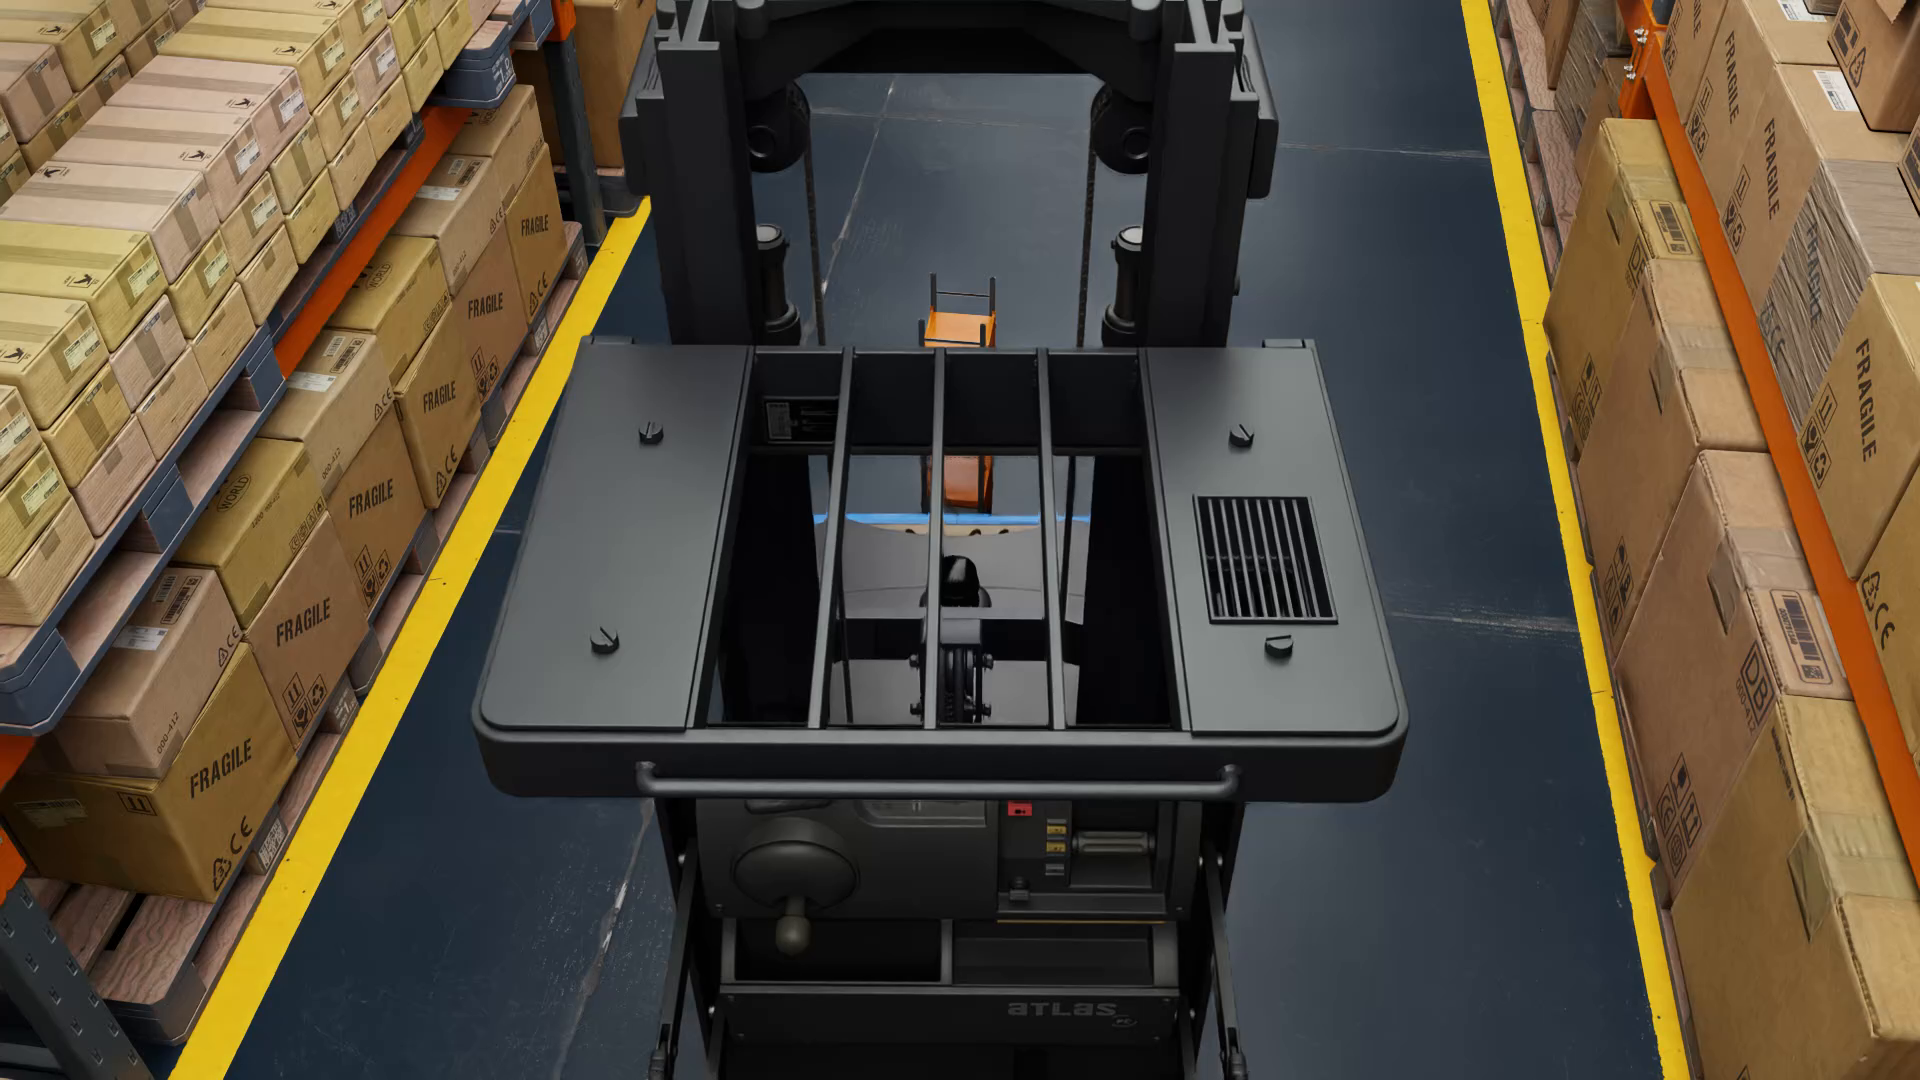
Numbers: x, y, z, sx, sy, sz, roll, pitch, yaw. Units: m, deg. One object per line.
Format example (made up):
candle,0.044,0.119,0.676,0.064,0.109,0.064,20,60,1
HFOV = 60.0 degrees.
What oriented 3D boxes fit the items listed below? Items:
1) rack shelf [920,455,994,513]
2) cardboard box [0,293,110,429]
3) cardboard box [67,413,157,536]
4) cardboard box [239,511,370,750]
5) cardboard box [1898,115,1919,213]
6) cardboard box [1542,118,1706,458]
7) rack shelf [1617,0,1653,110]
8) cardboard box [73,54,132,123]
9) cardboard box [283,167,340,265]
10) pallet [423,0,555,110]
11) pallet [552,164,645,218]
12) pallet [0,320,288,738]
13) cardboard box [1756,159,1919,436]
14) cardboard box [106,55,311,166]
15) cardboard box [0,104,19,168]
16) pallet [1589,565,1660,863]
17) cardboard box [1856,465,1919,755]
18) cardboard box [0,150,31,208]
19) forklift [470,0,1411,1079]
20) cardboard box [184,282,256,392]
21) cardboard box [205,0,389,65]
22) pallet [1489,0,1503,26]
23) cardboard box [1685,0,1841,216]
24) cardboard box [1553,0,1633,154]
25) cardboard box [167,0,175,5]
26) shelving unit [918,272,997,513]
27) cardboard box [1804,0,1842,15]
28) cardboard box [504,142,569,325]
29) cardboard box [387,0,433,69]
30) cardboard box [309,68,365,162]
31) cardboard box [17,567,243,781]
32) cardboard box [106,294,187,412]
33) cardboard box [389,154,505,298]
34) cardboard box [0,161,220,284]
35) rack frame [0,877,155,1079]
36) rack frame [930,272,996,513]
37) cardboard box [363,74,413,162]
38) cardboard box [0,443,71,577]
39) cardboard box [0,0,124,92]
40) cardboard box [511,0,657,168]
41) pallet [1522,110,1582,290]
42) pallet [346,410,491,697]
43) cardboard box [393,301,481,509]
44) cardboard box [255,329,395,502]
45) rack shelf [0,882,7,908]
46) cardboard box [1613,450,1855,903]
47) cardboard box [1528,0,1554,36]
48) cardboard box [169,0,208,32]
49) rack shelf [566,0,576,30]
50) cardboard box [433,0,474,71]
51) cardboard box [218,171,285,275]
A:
rack shelf,-0.007,-0.135,5.549,0.215,0.259,0.240,5,44,6
cardboard box,-2.005,-0.378,3.412,0.380,0.149,0.250,6,44,7
cardboard box,-2.005,-0.161,3.616,0.380,0.149,0.250,6,44,6
cardboard box,-2.115,0.231,4.837,0.500,0.500,0.500,7,44,7
cardboard box,2.604,-0.892,3.708,0.797,0.503,0.637,7,44,7
cardboard box,2.776,-0.802,5.656,1.225,0.875,0.875,3,44,4
rack shelf,3.152,-2.992,7.251,1.077,0.370,4.000,5,44,6
cardboard box,-2.479,-1.206,4.503,0.380,0.149,0.250,7,44,7
cardboard box,-1.869,-0.862,4.356,0.380,0.149,0.250,5,44,5
pallet,-2.004,-1.845,5.656,1.213,0.211,1.003,5,44,6
pallet,-1.836,-1.928,7.632,1.003,0.211,1.213,5,44,6
pallet,-2.299,-0.122,3.836,1.003,0.211,1.213,5,44,6
cardboard box,2.356,-0.578,4.106,0.500,0.500,0.500,5,44,6
cardboard box,-1.866,-1.069,4.142,0.380,0.149,0.250,7,44,7
cardboard box,-2.543,-0.957,4.024,0.380,0.149,0.250,4,44,4
pallet,2.545,0.482,5.087,1.003,0.211,1.213,5,44,6
cardboard box,2.222,0.120,3.369,0.500,0.500,0.500,7,44,7
cardboard box,-2.550,-0.854,4.132,0.380,0.149,0.250,3,44,3
forklift,-0.020,0.657,2.924,1.130,2.935,3.031,0,43,0
cardboard box,-1.934,-0.502,3.976,0.380,0.149,0.250,6,44,6
cardboard box,-1.799,-1.430,4.523,0.380,0.149,0.250,7,44,8
pallet,3.315,-3.073,8.842,1.003,0.211,1.213,5,44,6
cardboard box,2.488,-1.268,4.835,0.500,0.500,0.500,4,44,4
cardboard box,3.017,-1.980,7.157,0.700,0.500,0.500,2,43,2
cardboard box,-2.408,-1.674,4.781,0.380,0.149,0.250,7,44,7
shelving unit,-0.007,-0.345,5.351,0.215,1.050,0.252,5,44,6
cardboard box,2.775,-1.794,4.660,0.797,0.503,0.637,7,44,7
cardboard box,-1.843,-1.182,6.329,0.500,0.500,0.500,5,44,5
cardboard box,-1.764,-1.499,4.813,0.380,0.149,0.250,5,44,5
cardboard box,-1.831,-1.146,4.439,0.380,0.149,0.250,4,44,5
cardboard box,-2.185,0.320,4.198,0.500,0.250,0.500,3,44,4
cardboard box,-1.970,-0.432,3.686,0.380,0.149,0.250,6,44,7
cardboard box,-1.902,-1.092,5.688,0.500,0.250,0.500,6,44,6
cardboard box,-1.933,-0.722,3.776,0.380,0.149,0.250,5,44,5
rack frame,-2.541,0.317,3.234,0.949,2.616,0.053,5,44,6
rack frame,0.009,-0.428,5.438,0.200,1.050,0.008,5,44,6
cardboard box,-1.800,-1.219,4.733,0.380,0.149,0.250,6,44,7
cardboard box,-2.036,-0.080,3.313,0.380,0.149,0.250,6,44,6
cardboard box,-2.477,-1.324,4.411,0.380,0.149,0.250,5,44,5
cardboard box,-1.846,-2.152,7.172,1.050,0.750,0.750,5,44,5
pallet,2.992,-1.410,7.085,1.003,0.211,1.213,5,44,6
pallet,-2.284,-0.036,5.634,1.003,0.211,1.213,5,44,6
cardboard box,-1.969,-0.467,5.574,0.500,0.500,0.500,3,44,4
cardboard box,-2.045,-0.391,4.948,0.500,0.250,0.500,7,44,7
rack shelf,-2.809,1.941,2.042,1.077,0.370,4.000,5,44,6
cardboard box,2.541,0.408,4.377,1.225,0.875,0.875,4,44,4
cardboard box,3.159,-2.747,7.967,0.700,0.500,0.500,2,43,2
cardboard box,-2.411,-1.559,4.876,0.380,0.149,0.250,5,44,6
rack shelf,-1.751,-3.511,7.800,1.077,0.370,4.000,5,44,6
cardboard box,-1.730,-1.579,5.113,0.380,0.149,0.250,5,44,5
cardboard box,-1.903,-0.794,4.067,0.380,0.149,0.250,7,44,7
